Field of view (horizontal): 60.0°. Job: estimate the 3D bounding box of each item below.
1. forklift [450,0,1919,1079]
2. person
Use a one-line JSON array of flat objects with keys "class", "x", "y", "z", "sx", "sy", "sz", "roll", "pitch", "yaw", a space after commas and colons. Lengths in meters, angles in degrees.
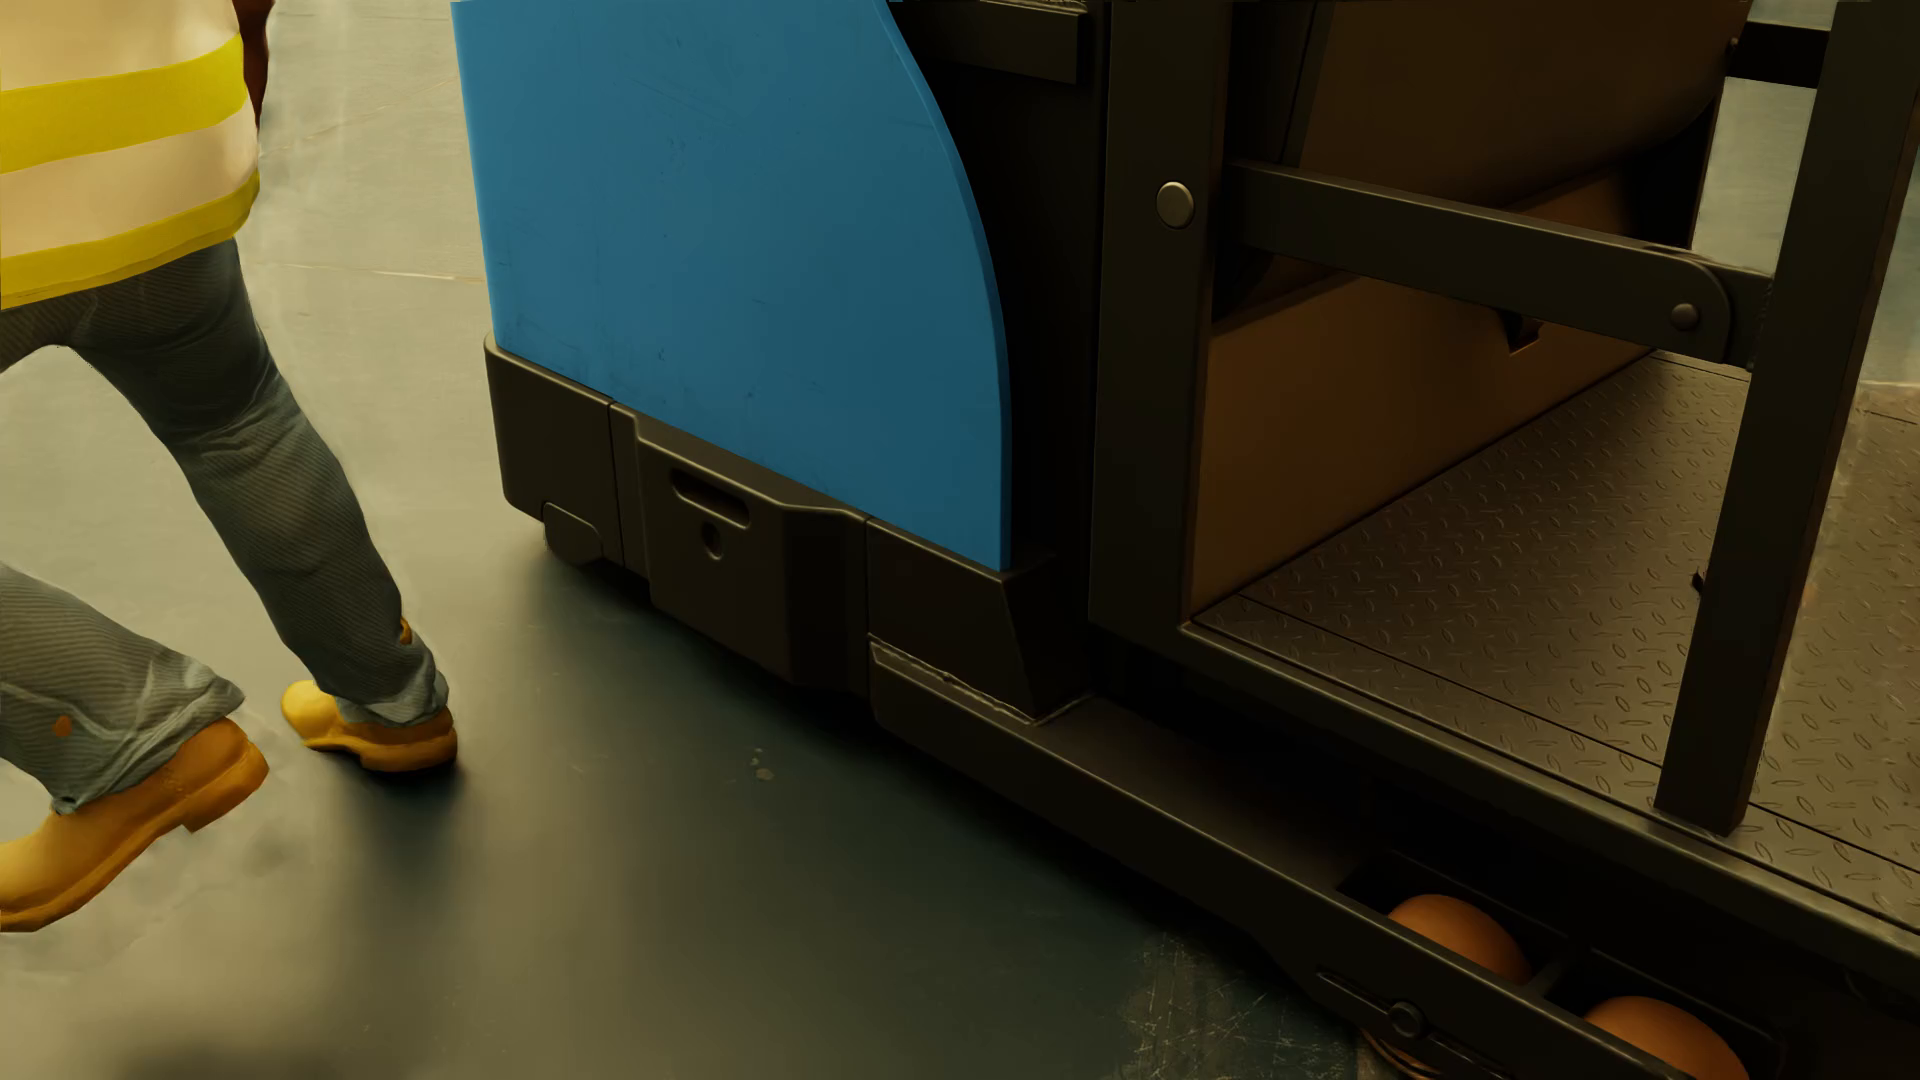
[{"class": "forklift", "x": 0.723, "y": -1.018, "z": 1.263, "sx": 3.031, "sy": 2.935, "sz": 1.130, "roll": 24, "pitch": 35, "yaw": 39}, {"class": "person", "x": -0.818, "y": -0.345, "z": 1.403, "sx": 0.581, "sy": 1.678, "sz": 0.834, "roll": 16, "pitch": 31, "yaw": 29}]
